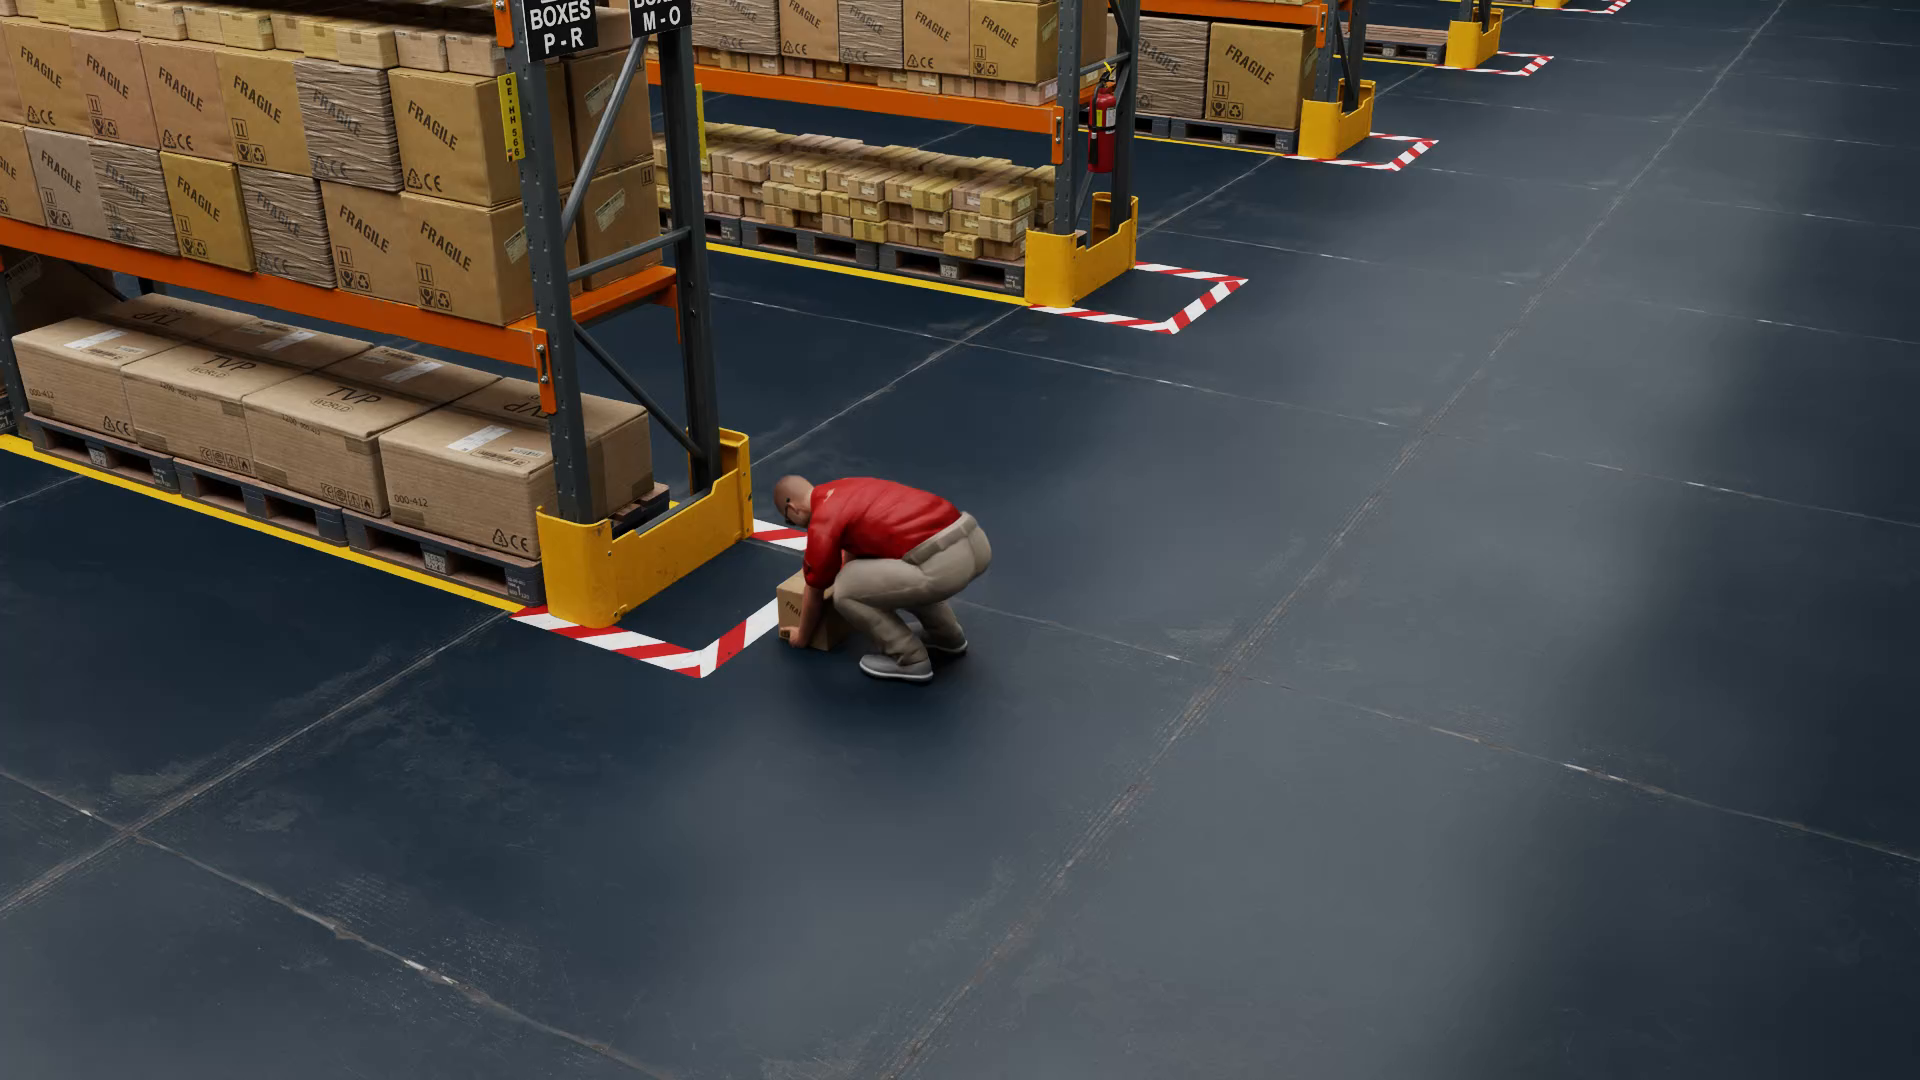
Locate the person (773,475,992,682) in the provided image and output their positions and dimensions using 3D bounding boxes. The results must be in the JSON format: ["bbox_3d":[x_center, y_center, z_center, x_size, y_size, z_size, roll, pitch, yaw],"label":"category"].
[{"bbox_3d":[-0.340,0.138,6.960,0.940,0.789,0.529,13,29,25],"label":"person"}]
